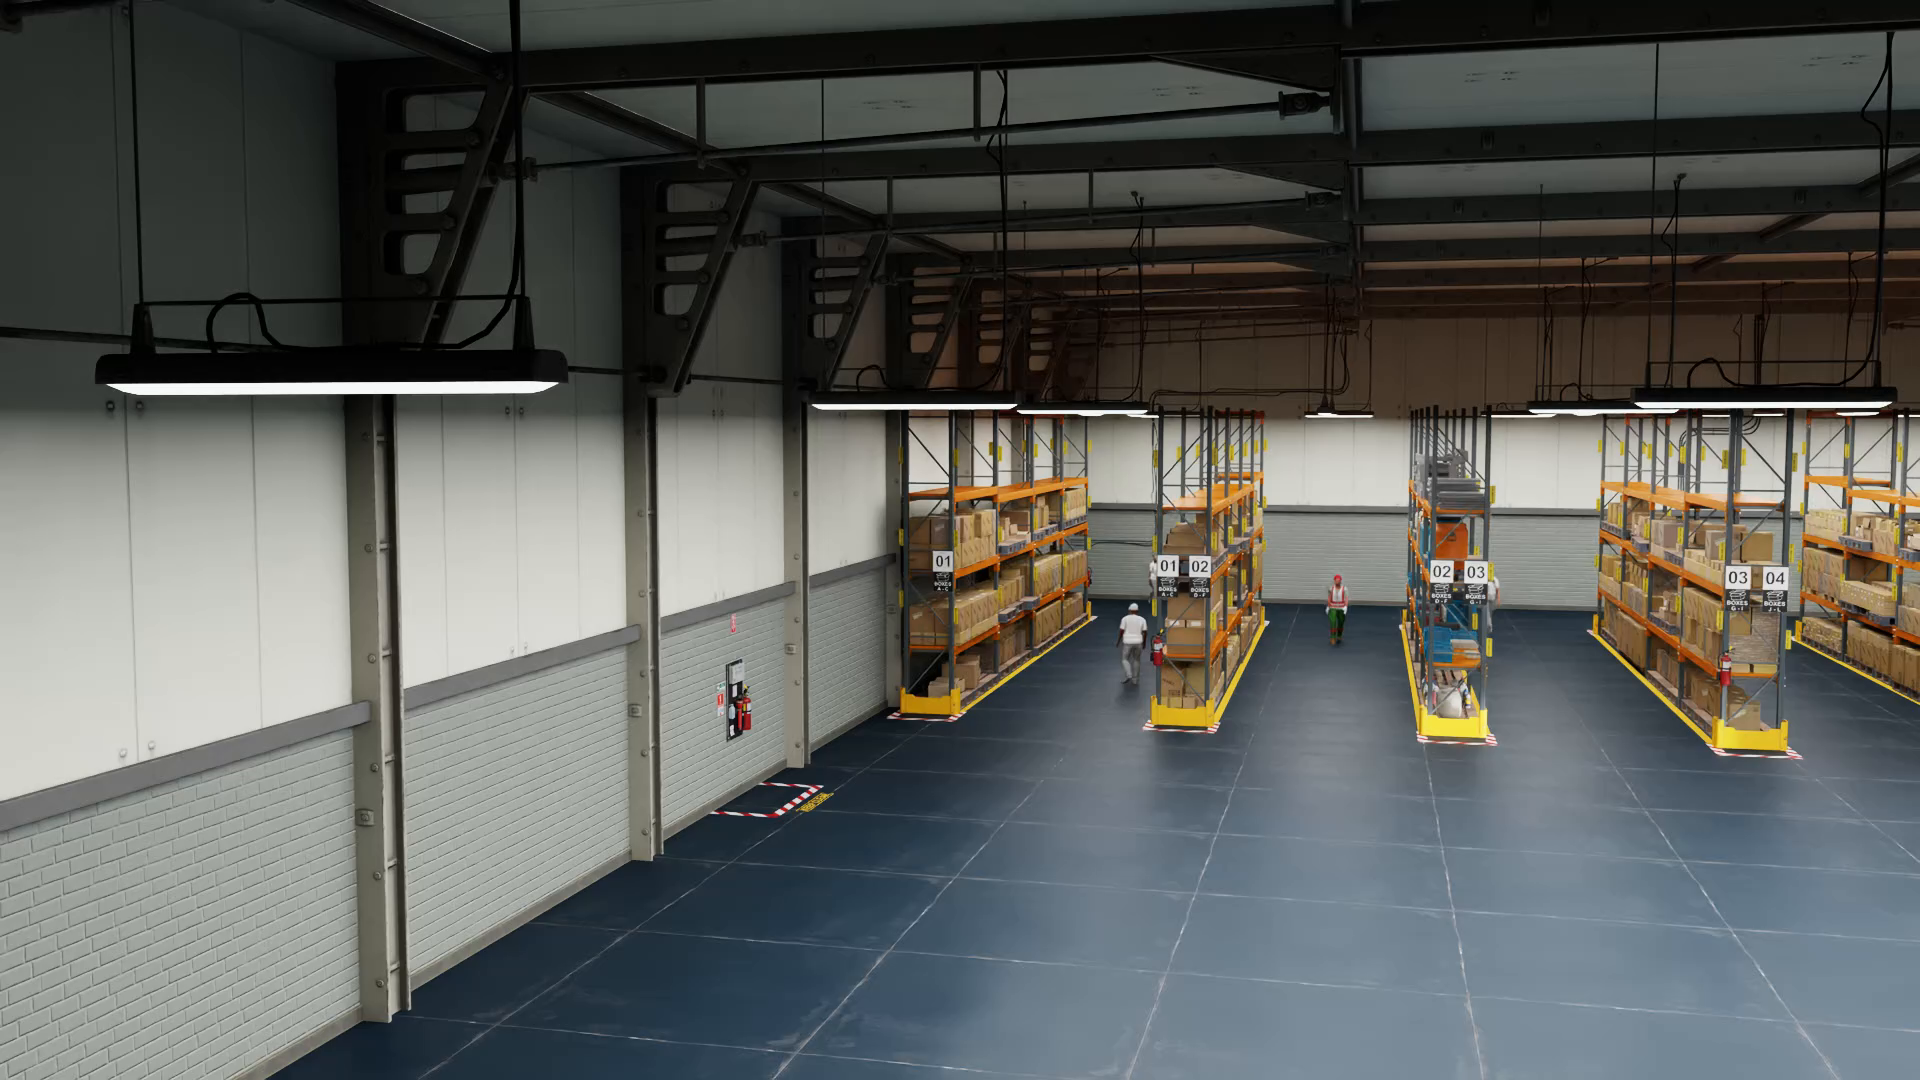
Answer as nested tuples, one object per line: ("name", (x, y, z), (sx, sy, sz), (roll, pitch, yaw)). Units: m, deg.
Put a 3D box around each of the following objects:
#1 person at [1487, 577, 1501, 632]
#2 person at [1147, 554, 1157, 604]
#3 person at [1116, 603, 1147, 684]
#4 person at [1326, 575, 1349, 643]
("person", (14.443, 1.600, 45.311), (0.556, 1.709, 1.010), (0, 4, -4))
("person", (5.975, 1.224, 51.082), (0.454, 1.644, 0.742), (-3, 5, -35))
("person", (3.763, 2.265, 36.227), (0.649, 1.740, 0.649), (-1, 4, -9))
("person", (9.715, 1.760, 42.732), (0.558, 1.721, 1.050), (1, 4, 9))
